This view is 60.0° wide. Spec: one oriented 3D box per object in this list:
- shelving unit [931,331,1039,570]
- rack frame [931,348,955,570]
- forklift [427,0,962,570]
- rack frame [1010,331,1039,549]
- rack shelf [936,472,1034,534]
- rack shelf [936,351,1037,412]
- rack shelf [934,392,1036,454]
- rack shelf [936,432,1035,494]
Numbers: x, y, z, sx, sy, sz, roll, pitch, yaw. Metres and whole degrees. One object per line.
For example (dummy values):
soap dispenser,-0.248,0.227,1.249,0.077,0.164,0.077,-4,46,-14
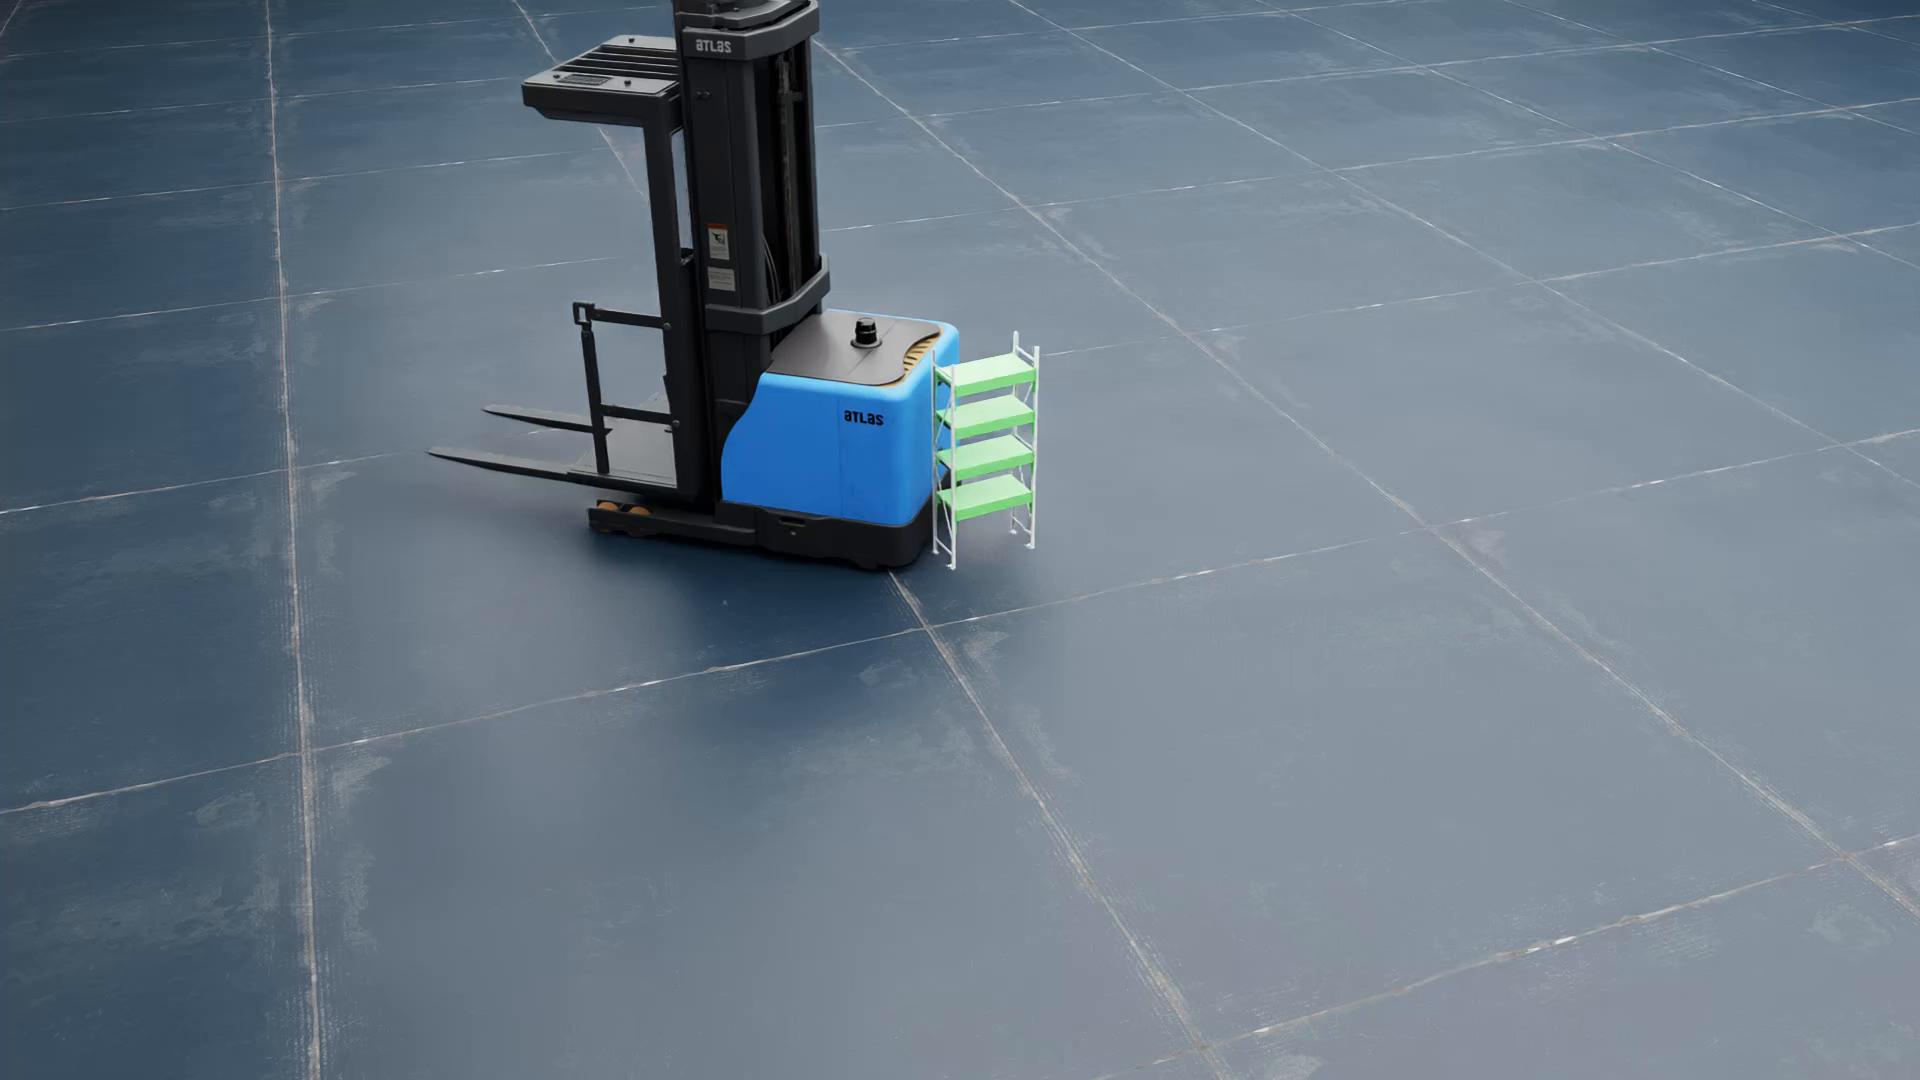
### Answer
shelving unit,0.129,-0.468,8.859,0.503,1.200,0.258,-15,33,-24
rack frame,-0.087,-0.412,8.761,0.015,1.200,0.240,-15,33,-24
forklift,-1.565,-1.527,8.970,3.031,2.935,1.130,9,31,15
rack frame,0.345,-0.524,8.958,0.015,1.200,0.240,-15,33,-24
rack shelf,0.129,-0.204,9.010,0.480,0.148,0.258,-15,33,-24
rack shelf,0.129,-0.829,8.653,0.480,0.148,0.258,-15,33,-24
rack shelf,0.129,-0.621,8.772,0.480,0.148,0.258,-15,33,-24
rack shelf,0.129,-0.412,8.891,0.480,0.148,0.258,-15,33,-24
